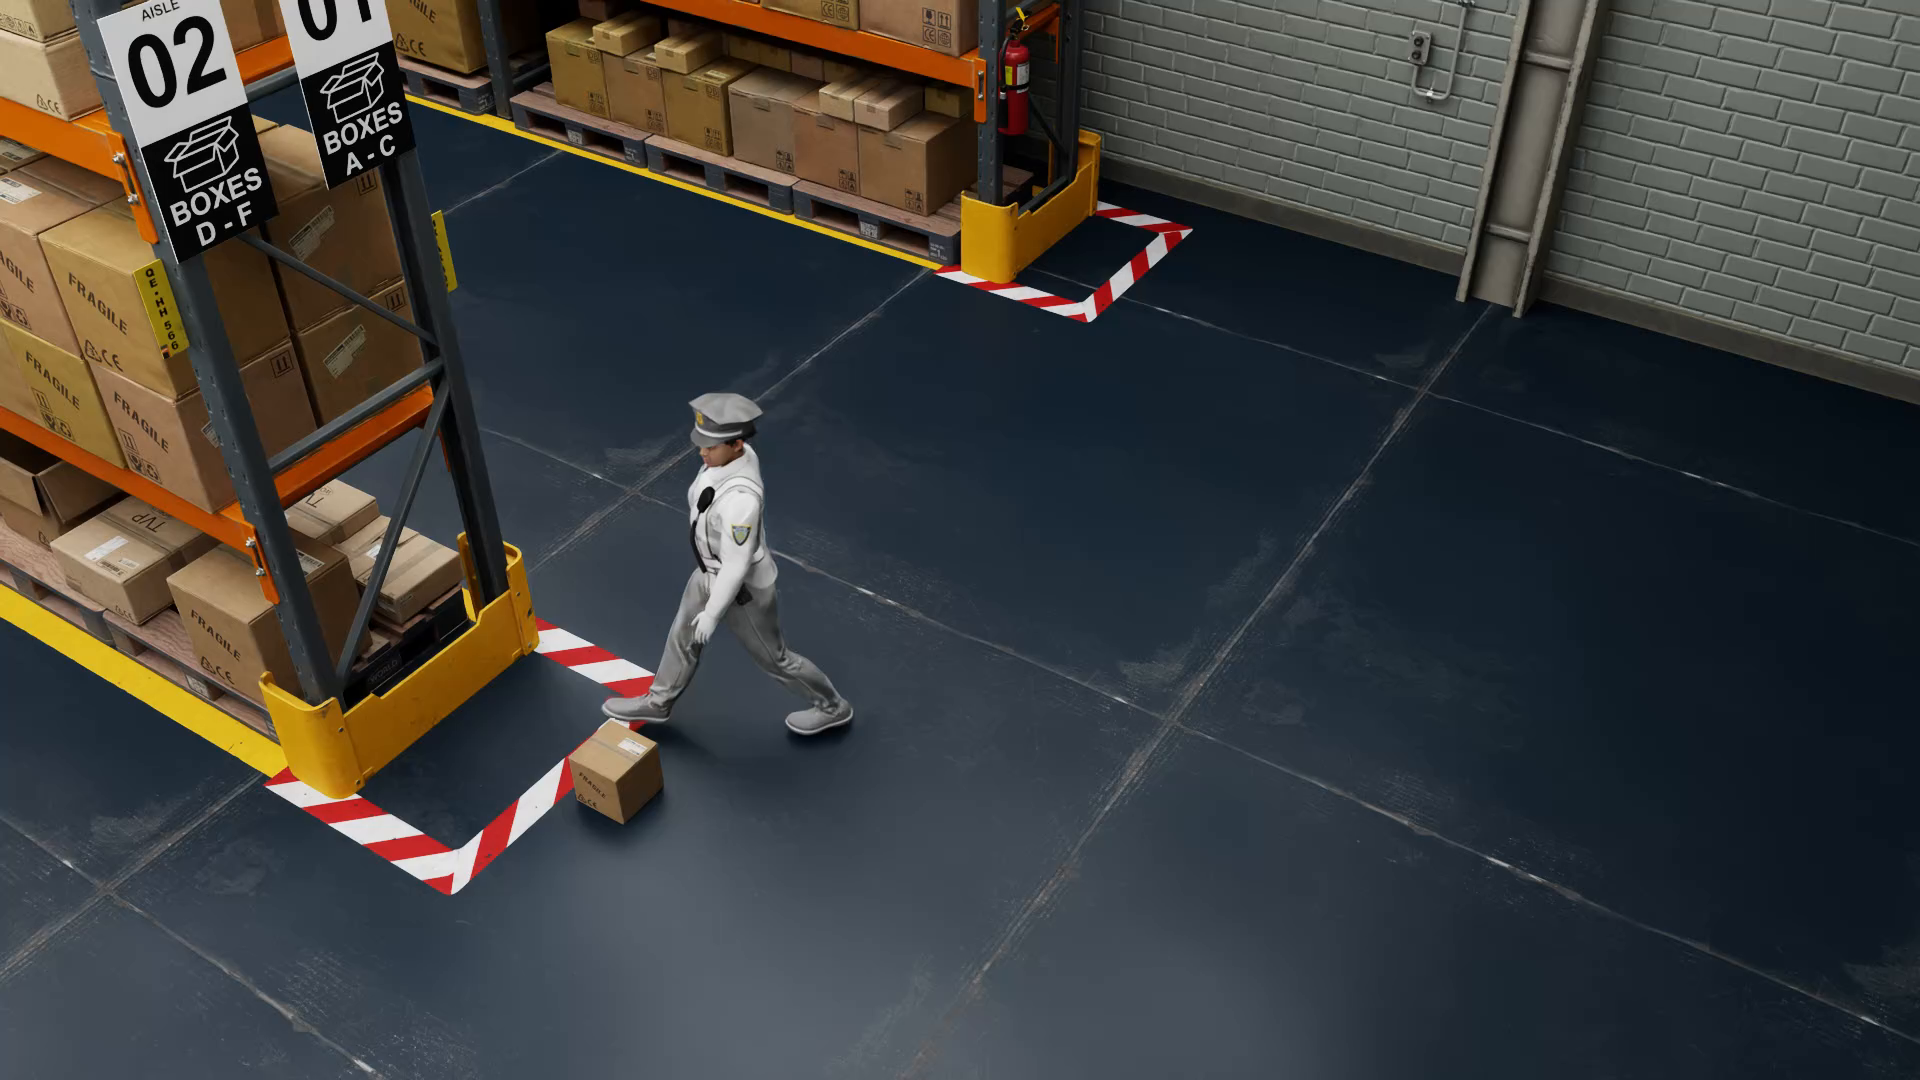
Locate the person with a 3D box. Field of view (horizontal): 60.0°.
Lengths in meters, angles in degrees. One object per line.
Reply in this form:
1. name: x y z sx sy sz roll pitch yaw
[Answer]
1. person: -0.965 0.156 6.483 1.012 1.605 0.515 -10 40 -13
